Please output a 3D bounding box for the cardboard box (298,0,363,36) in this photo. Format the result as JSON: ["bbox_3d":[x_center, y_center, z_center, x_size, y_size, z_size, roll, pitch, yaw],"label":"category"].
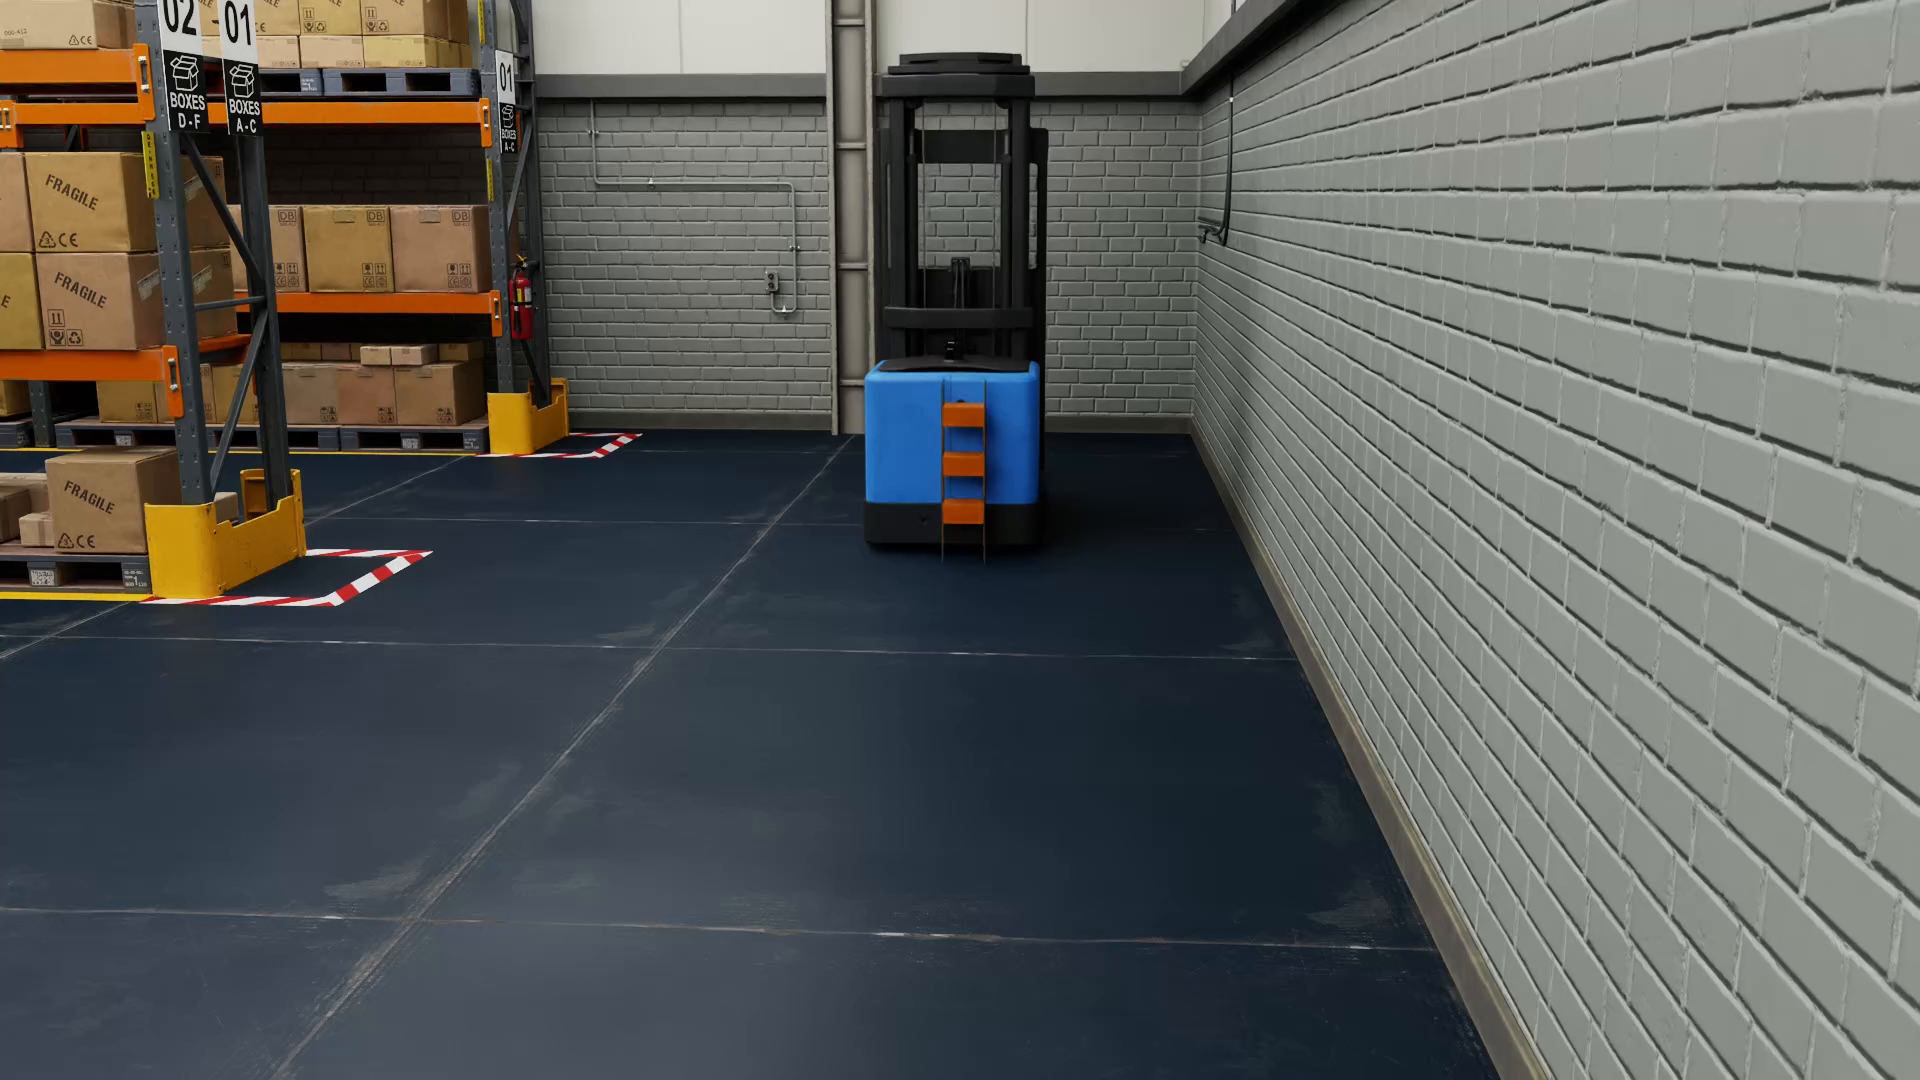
[{"bbox_3d":[-4.927,-4.268,13.283,0.500,0.500,0.500,1,12,5],"label":"cardboard box"}]

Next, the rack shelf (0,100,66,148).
[{"bbox_3d":[-9.666,-3.486,14.038,4.000,0.370,1.077,1,12,4],"label":"rack shelf"}]

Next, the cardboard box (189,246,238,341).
[{"bbox_3d":[-4.432,-1.385,9.318,0.500,0.500,0.500,1,12,5],"label":"cardboard box"}]

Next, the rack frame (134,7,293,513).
[{"bbox_3d":[-4.007,-1.276,9.041,0.127,3.000,1.000,1,12,4],"label":"rack frame"}]

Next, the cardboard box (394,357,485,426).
[{"bbox_3d":[-4.385,-1.259,14.041,0.500,0.500,0.700,1,12,4],"label":"cardboard box"}]

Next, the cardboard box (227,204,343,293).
[{"bbox_3d":[-5.676,-2.460,13.968,0.700,0.700,0.980,0,12,1],"label":"cardboard box"}]

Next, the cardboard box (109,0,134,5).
[{"bbox_3d":[-4.536,-2.870,8.483,0.500,0.250,0.500,1,12,4],"label":"cardboard box"}]

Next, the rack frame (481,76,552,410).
[{"bbox_3d":[-3.680,-2.288,13.879,0.127,3.000,1.000,1,12,4],"label":"rack frame"}]

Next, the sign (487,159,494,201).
[{"bbox_3d":[-3.730,-2.860,13.208,0.005,0.325,0.100,1,12,4],"label":"sign"}]

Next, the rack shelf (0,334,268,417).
[{"bbox_3d":[-6.002,-0.951,9.246,4.000,0.370,1.077,1,12,4],"label":"rack shelf"}]

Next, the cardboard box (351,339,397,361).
[{"bbox_3d":[-5.002,-1.626,14.210,0.250,0.149,0.380,1,12,4],"label":"cardboard box"}]

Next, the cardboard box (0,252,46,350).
[{"bbox_3d":[-4.990,-1.282,8.825,0.500,0.500,0.500,1,12,4],"label":"cardboard box"}]

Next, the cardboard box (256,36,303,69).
[{"bbox_3d":[-5.467,-3.906,13.385,0.500,0.250,0.500,0,12,2],"label":"cardboard box"}]

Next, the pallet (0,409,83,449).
[{"bbox_3d":[-8.446,-0.973,14.403,1.213,0.211,1.003,1,12,4],"label":"pallet"}]

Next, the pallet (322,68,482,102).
[{"bbox_3d":[-4.420,-3.721,13.620,1.213,0.211,1.003,1,12,4],"label":"pallet"}]

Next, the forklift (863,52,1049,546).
[{"bbox_3d":[0.029,-1.651,11.003,1.130,2.935,3.031,1,12,3],"label":"forklift"}]

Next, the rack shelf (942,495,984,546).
[{"bbox_3d":[0.022,-0.113,9.652,0.240,0.259,0.215,0,12,2],"label":"rack shelf"}]

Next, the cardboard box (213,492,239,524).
[{"bbox_3d":[-4.402,-0.172,9.651,0.250,0.149,0.380,1,12,4],"label":"cardboard box"}]

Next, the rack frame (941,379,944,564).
[{"bbox_3d":[-0.100,-0.396,9.598,0.008,1.050,0.200,0,12,2],"label":"rack frame"}]

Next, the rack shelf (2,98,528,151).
[{"bbox_3d":[-5.675,-3.431,13.777,4.000,0.370,1.077,1,12,4],"label":"rack shelf"}]

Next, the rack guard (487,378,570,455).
[{"bbox_3d":[-3.656,-1.064,14.134,0.348,0.500,1.175,1,12,4],"label":"rack guard"}]

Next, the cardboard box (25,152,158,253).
[{"bbox_3d":[-4.469,-1.764,8.689,0.500,0.500,0.500,1,12,3],"label":"cardboard box"}]

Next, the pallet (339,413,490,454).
[{"bbox_3d":[-4.483,-0.918,14.141,1.213,0.211,1.003,1,12,4],"label":"pallet"}]

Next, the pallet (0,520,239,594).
[{"bbox_3d":[-4.878,0.077,9.383,1.213,0.211,1.003,1,12,4],"label":"pallet"}]

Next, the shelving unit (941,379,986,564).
[{"bbox_3d":[0.022,-0.395,9.593,0.252,1.050,0.215,0,12,2],"label":"shelving unit"}]

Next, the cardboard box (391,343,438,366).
[{"bbox_3d":[-4.525,-1.541,13.805,0.250,0.149,0.380,1,12,3],"label":"cardboard box"}]

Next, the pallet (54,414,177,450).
[{"bbox_3d":[-6.917,-0.951,14.300,1.213,0.211,1.003,1,12,4],"label":"pallet"}]

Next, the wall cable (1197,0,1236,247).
[{"bbox_3d":[1.940,-3.554,12.864,0.112,2.526,3.097,1,12,4],"label":"wall cable"}]

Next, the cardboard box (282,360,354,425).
[{"bbox_3d":[-5.386,-1.273,14.105,0.500,0.500,0.700,0,12,2],"label":"cardboard box"}]

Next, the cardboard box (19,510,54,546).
[{"bbox_3d":[-4.964,-0.085,9.196,0.250,0.166,0.380,1,12,4],"label":"cardboard box"}]

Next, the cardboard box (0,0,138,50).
[{"bbox_3d":[-4.537,-2.624,8.526,0.500,0.250,0.500,1,12,4],"label":"cardboard box"}]

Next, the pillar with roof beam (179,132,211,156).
[{"bbox_3d":[-7.202,-4.567,10.121,0.400,9.000,9.100,1,12,4],"label":"pillar with roof beam"}]

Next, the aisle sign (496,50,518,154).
[{"bbox_3d":[-3.628,-3.498,13.316,0.004,0.787,0.394,1,12,4],"label":"aisle sign"}]

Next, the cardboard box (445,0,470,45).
[{"bbox_3d":[-4.392,-4.364,13.741,0.500,0.500,0.500,0,12,2],"label":"cardboard box"}]

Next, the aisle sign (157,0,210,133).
[{"bbox_3d":[-3.959,-2.485,8.472,0.004,0.787,0.394,1,12,4],"label":"aisle sign"}]

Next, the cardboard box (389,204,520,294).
[{"bbox_3d":[-4.189,-2.440,13.872,0.700,0.700,0.980,1,12,6],"label":"cardboard box"}]

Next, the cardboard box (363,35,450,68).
[{"bbox_3d":[-4.428,-3.893,13.323,0.500,0.250,0.500,1,12,5],"label":"cardboard box"}]

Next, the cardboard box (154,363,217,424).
[{"bbox_3d":[-6.430,-1.286,14.169,0.500,0.500,0.700,1,12,3],"label":"cardboard box"}]

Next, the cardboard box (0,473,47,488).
[{"bbox_3d":[-5.528,-0.224,9.656,0.500,0.250,0.500,1,12,4],"label":"cardboard box"}]

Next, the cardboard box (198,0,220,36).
[{"bbox_3d":[-5.971,-4.281,13.344,0.500,0.500,0.500,1,12,4],"label":"cardboard box"}]

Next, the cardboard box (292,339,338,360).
[{"bbox_3d":[-5.512,-1.633,14.242,0.250,0.149,0.380,1,12,4],"label":"cardboard box"}]

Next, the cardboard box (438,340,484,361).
[{"bbox_3d":[-4.247,-1.616,14.161,0.250,0.149,0.380,1,12,4],"label":"cardboard box"}]
